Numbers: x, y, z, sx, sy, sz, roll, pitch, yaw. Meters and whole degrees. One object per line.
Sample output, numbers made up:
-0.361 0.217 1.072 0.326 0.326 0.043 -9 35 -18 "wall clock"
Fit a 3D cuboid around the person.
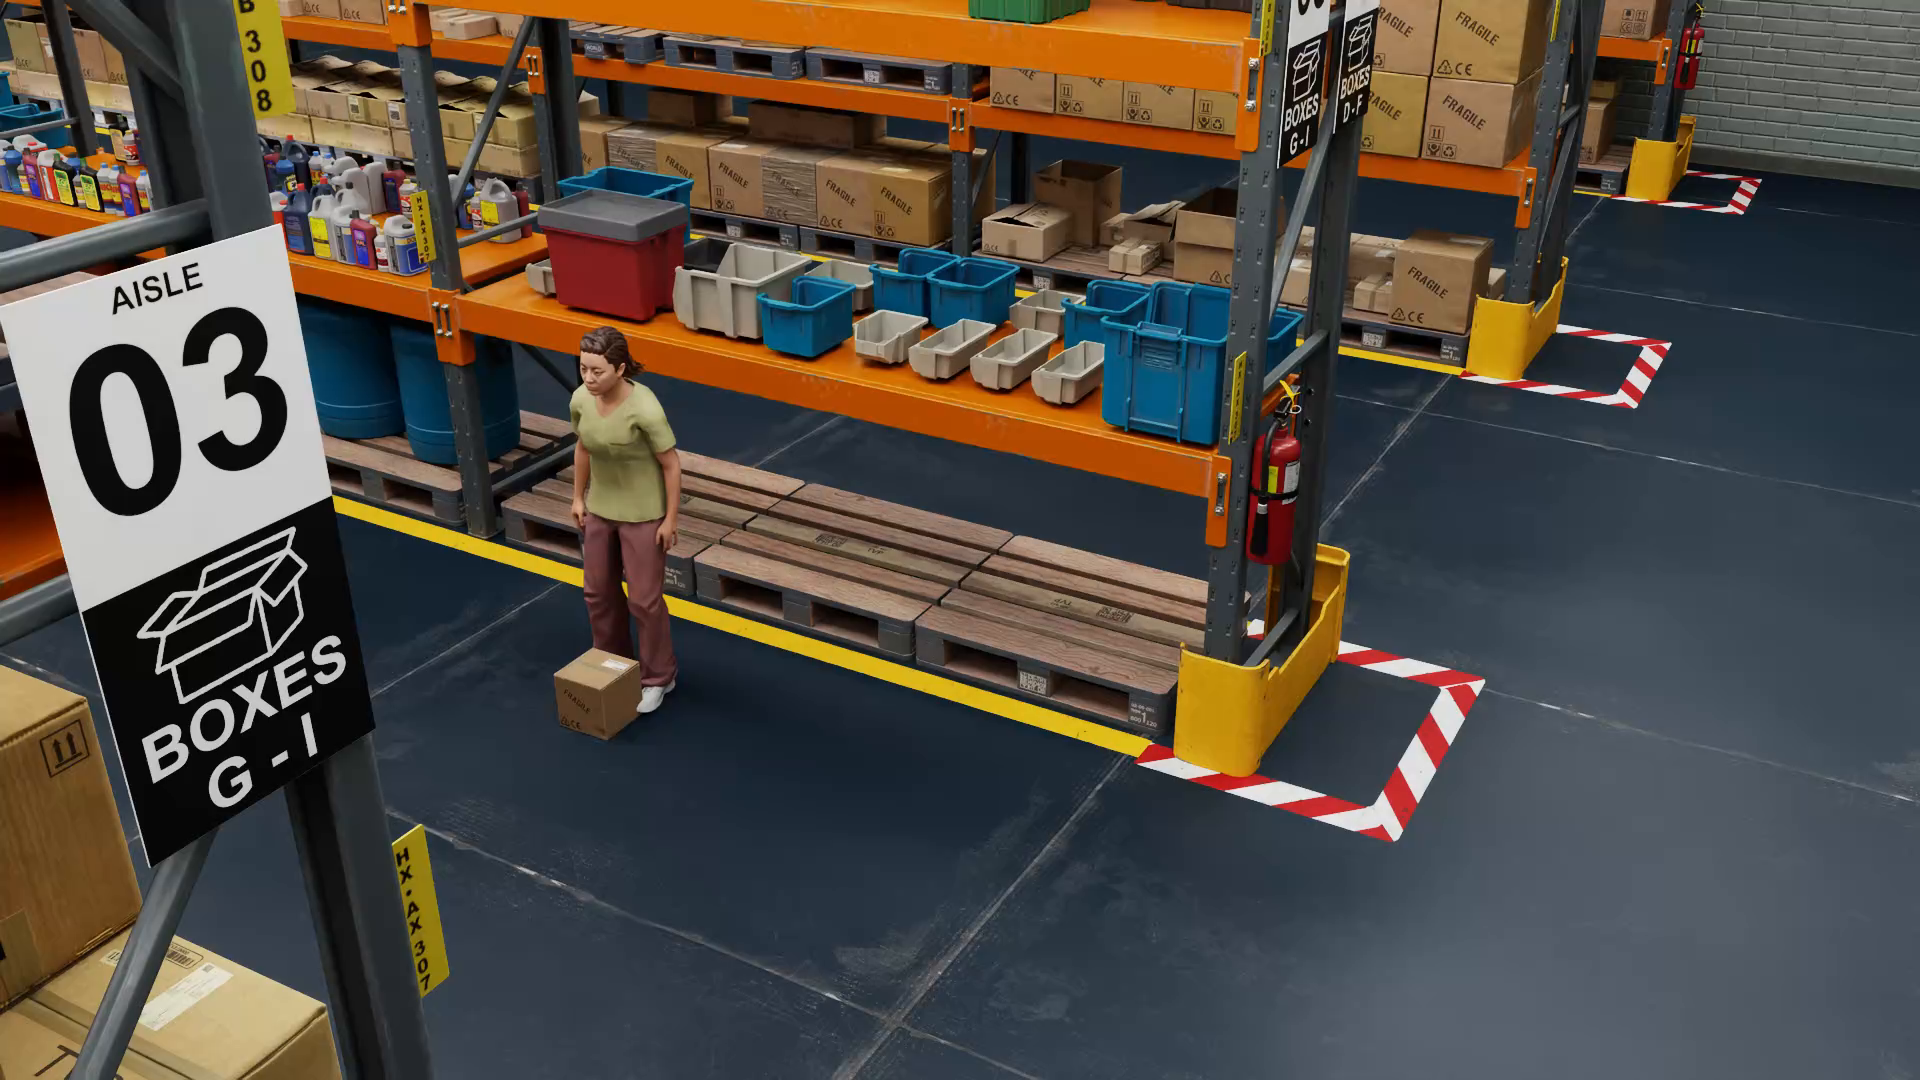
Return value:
-1.381 -0.093 6.803 0.521 1.672 0.360 12 29 23 "person"
